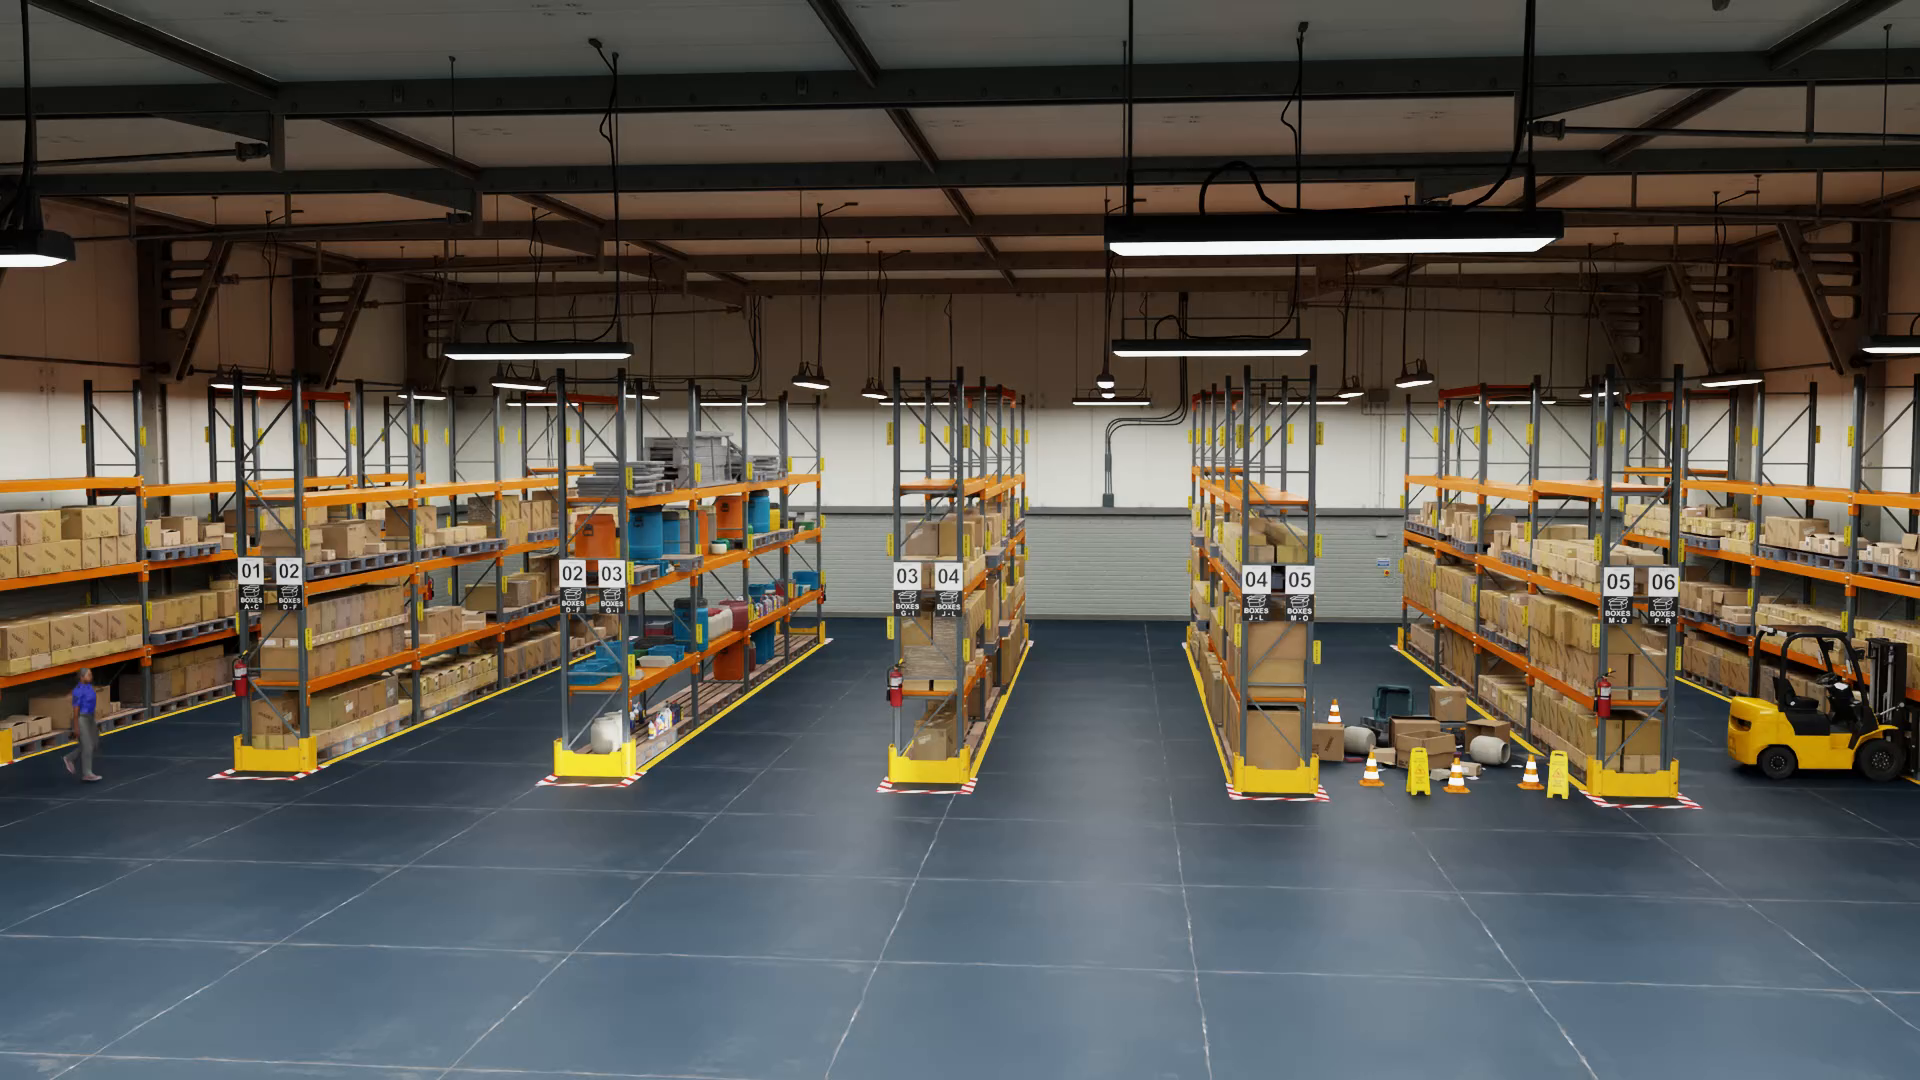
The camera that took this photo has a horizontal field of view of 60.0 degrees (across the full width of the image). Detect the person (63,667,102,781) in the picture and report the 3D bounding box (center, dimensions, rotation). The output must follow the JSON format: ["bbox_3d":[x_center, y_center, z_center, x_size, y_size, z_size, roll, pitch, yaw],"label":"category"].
[{"bbox_3d":[-12.799,2.665,24.179,0.667,1.639,0.439,0,4,2],"label":"person"}]

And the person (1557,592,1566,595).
[{"bbox_3d":[13.096,1.924,36.118,0.463,1.621,1.034,0,4,3],"label":"person"}]

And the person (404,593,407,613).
[{"bbox_3d":[-12.437,1.908,36.799,0.428,1.579,0.453,2,4,33],"label":"person"}]
